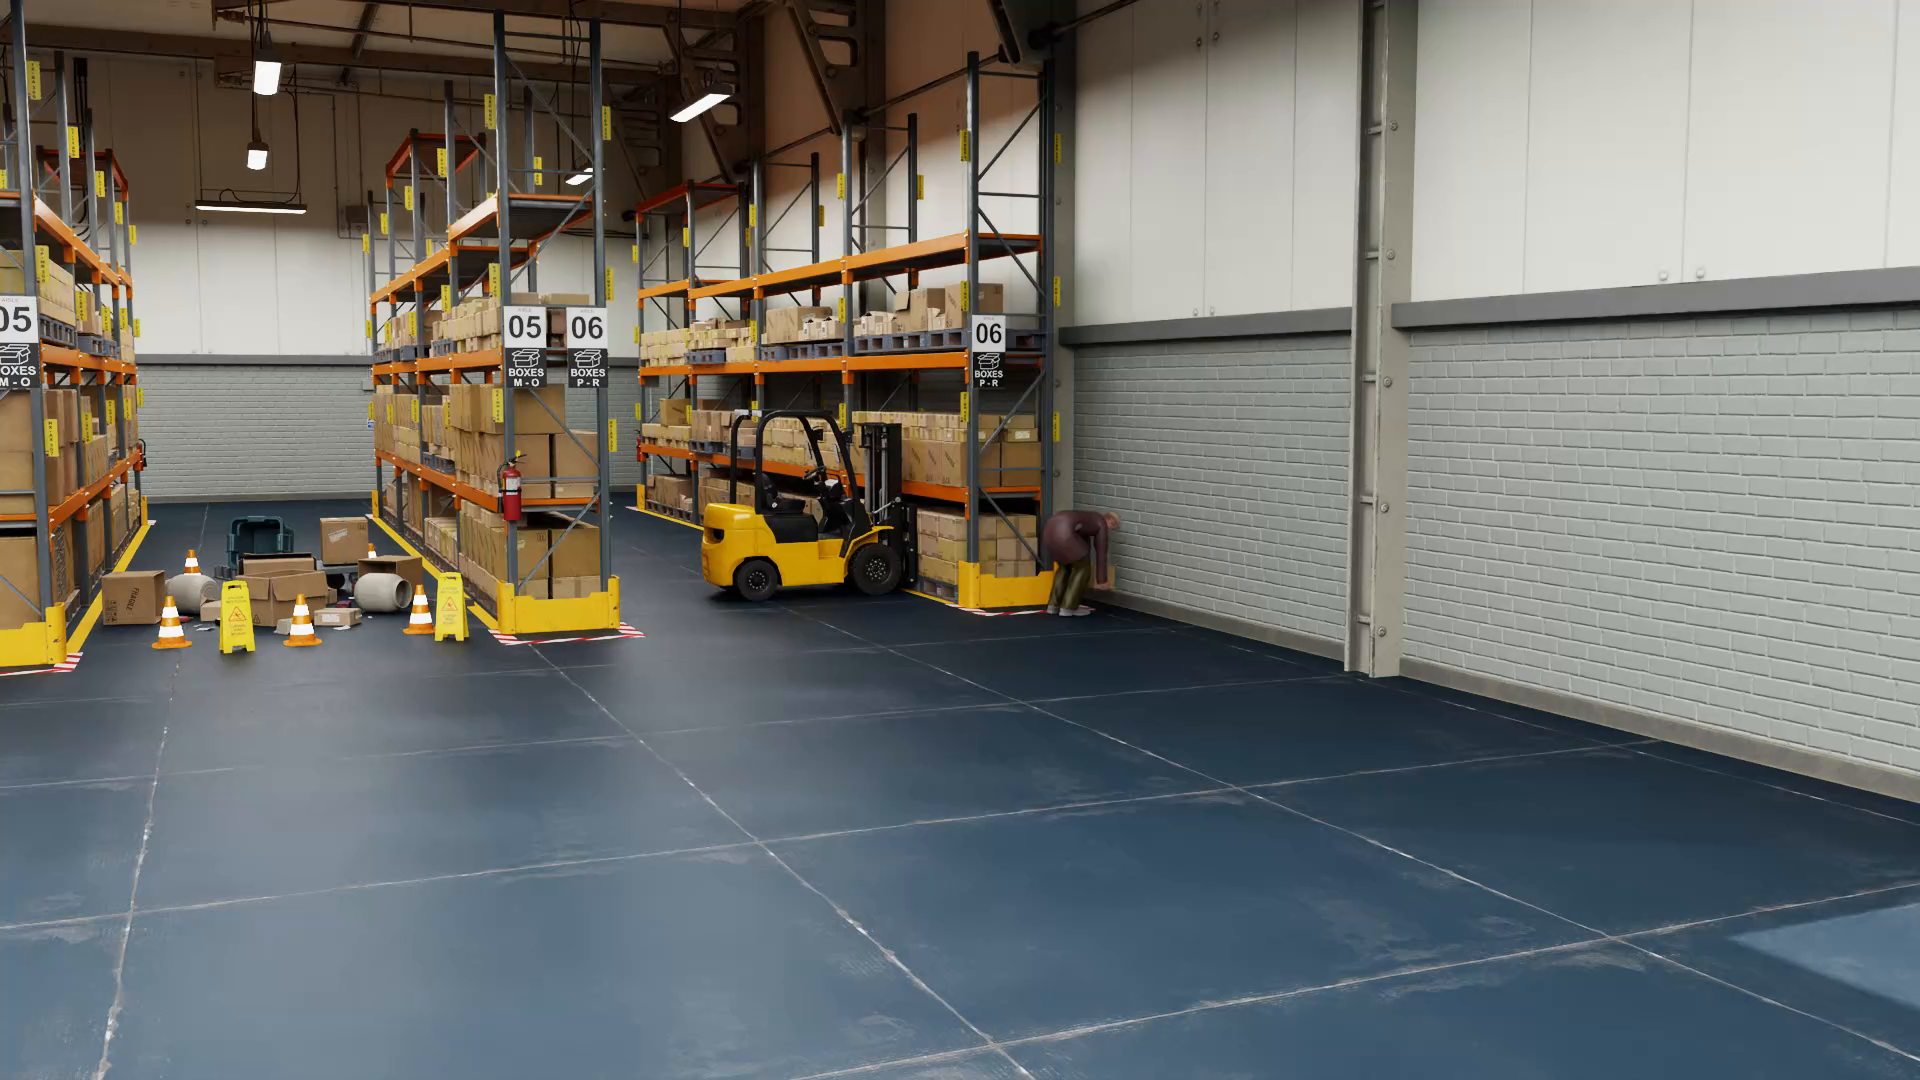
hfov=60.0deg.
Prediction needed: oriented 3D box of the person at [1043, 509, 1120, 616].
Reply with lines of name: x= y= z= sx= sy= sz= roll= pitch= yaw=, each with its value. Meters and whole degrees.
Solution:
person: x=1.324 y=0.226 z=17.793 sx=0.950 sy=1.127 sz=0.571 roll=-3 pitch=6 yaw=-33
